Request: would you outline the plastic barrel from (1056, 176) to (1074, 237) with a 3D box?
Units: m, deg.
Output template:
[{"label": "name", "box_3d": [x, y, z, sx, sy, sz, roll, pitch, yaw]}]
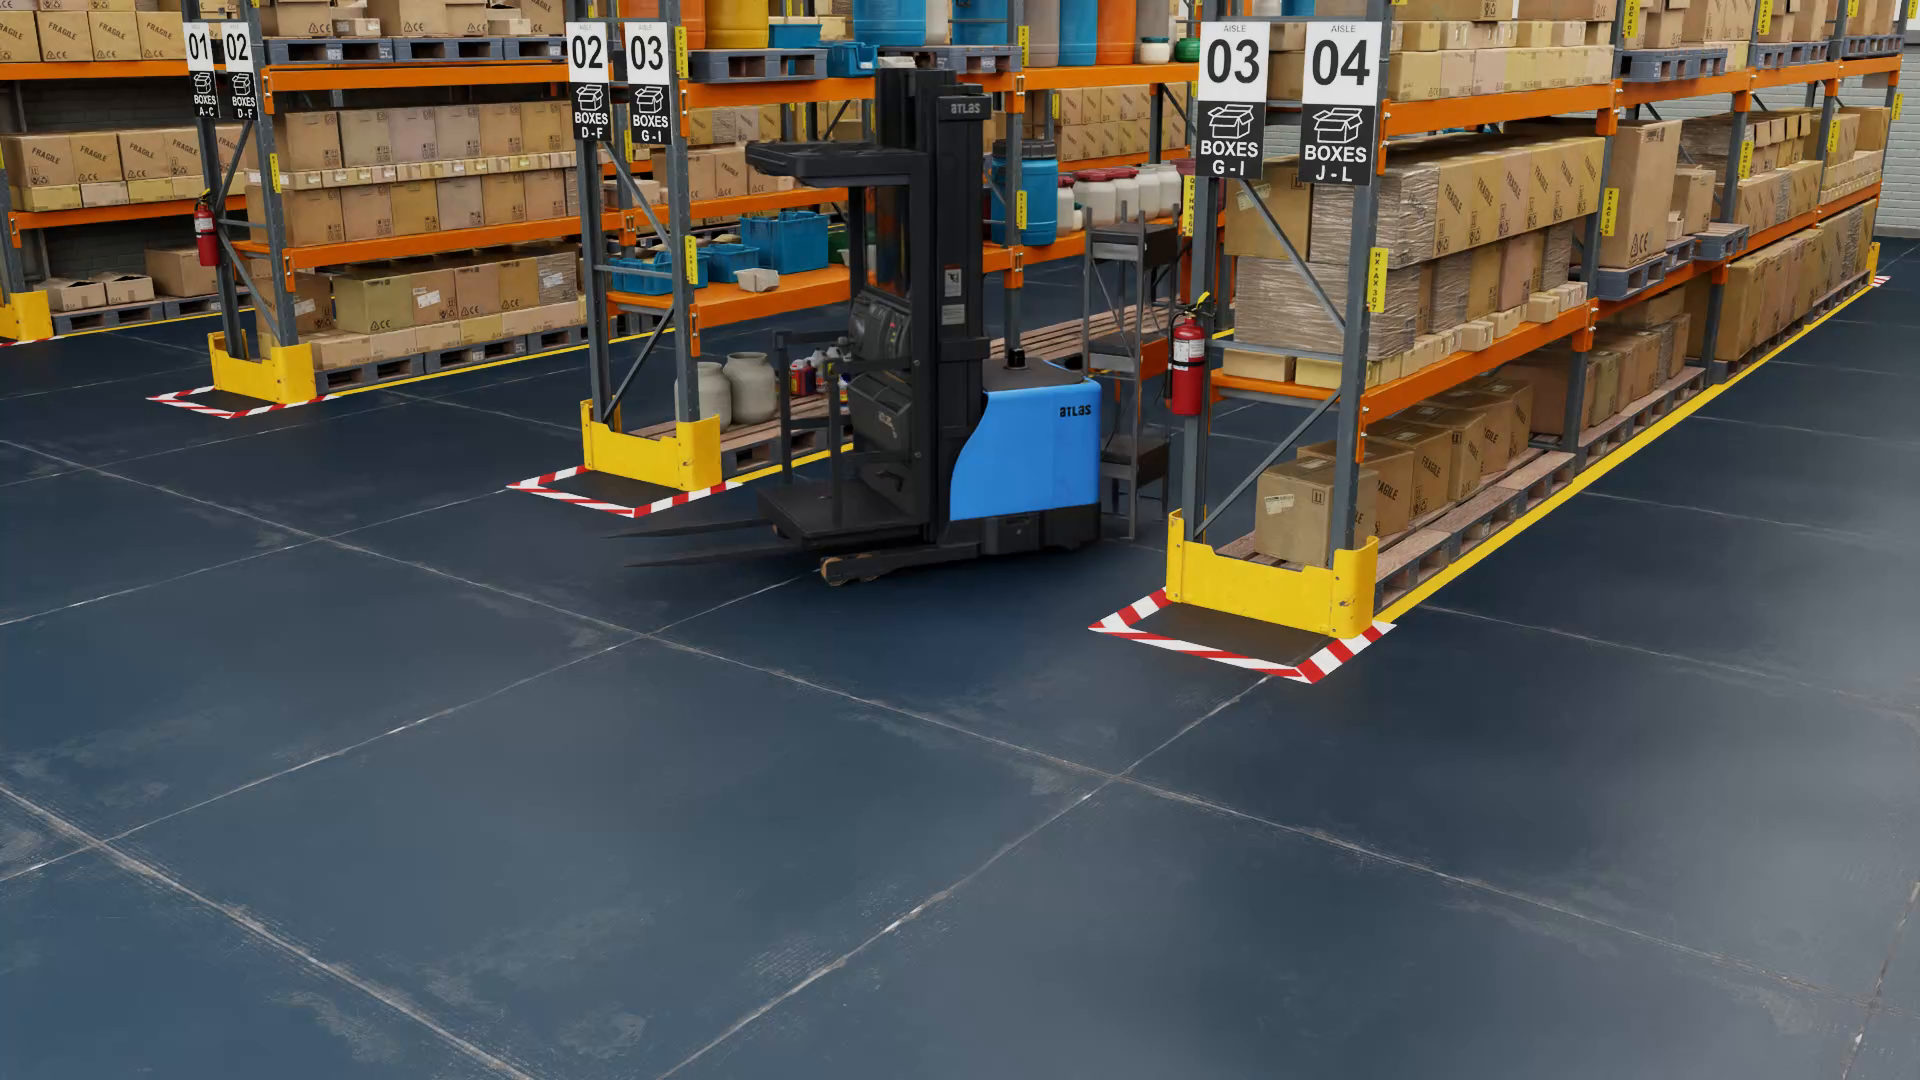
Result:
[{"label": "plastic barrel", "box_3d": [0.848, -3.095, 15.422, 0.433, 0.535, 0.433, 0, 17, 0]}]

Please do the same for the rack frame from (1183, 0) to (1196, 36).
[{"label": "rack frame", "box_3d": [3.276, -9.440, 25.969, 1.000, 3.000, 0.127, 12, 21, 35]}]

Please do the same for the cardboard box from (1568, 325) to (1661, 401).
[{"label": "cardboard box", "box_3d": [5.427, -1.501, 13.992, 0.700, 0.500, 0.500, 15, 23, 39]}]

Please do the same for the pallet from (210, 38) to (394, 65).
[{"label": "pallet", "box_3d": [-5.816, -4.318, 14.683, 1.003, 0.211, 1.213, 12, 21, 35]}]

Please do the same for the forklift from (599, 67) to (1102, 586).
[{"label": "forklift", "box_3d": [-0.672, -1.306, 10.008, 3.031, 2.935, 1.130, -7, 19, -22]}]

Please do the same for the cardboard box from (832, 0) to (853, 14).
[{"label": "cardboard box", "box_3d": [-1.226, -6.730, 20.446, 0.500, 0.500, 0.500, 12, 21, 35]}]

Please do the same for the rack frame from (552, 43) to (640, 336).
[{"label": "rack frame", "box_3d": [-3.874, -3.717, 17.655, 1.000, 3.000, 0.127, 12, 21, 35]}]

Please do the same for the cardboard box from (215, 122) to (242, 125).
[{"label": "cardboard box", "box_3d": [-8.614, -4.690, 19.743, 0.500, 0.500, 0.500, 12, 21, 34]}]

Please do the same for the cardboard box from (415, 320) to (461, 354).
[{"label": "cardboard box", "box_3d": [-5.166, -1.979, 15.986, 0.500, 0.250, 0.500, 12, 21, 35]}]

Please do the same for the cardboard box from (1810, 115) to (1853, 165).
[{"label": "cardboard box", "box_3d": [9.636, -4.484, 18.613, 0.500, 0.500, 0.500, 12, 21, 35]}]

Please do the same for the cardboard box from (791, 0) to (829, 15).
[{"label": "cardboard box", "box_3d": [-2.438, -8.584, 26.383, 0.500, 0.500, 0.500, 12, 21, 34]}]

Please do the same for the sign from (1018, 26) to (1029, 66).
[{"label": "sign", "box_3d": [0.537, -4.178, 14.066, 0.100, 0.325, 0.005, 12, 21, 35]}]

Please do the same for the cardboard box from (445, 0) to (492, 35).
[{"label": "cardboard box", "box_3d": [-4.957, -5.096, 15.920, 0.797, 0.503, 0.637, 15, 23, 41]}]

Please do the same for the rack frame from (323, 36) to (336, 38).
[{"label": "rack frame", "box_3d": [-7.855, -7.456, 19.581, 1.000, 3.000, 0.127, 12, 21, 35]}]

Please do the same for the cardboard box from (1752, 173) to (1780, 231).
[{"label": "cardboard box", "box_3d": [7.579, -3.279, 16.078, 0.500, 0.500, 0.500, 12, 21, 34]}]

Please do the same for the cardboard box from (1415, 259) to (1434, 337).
[{"label": "cardboard box", "box_3d": [2.247, -1.469, 9.746, 0.875, 0.500, 0.500, 12, 21, 35]}]

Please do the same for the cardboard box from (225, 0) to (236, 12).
[{"label": "cardboard box", "box_3d": [-8.256, -6.258, 18.893, 0.500, 0.500, 0.500, 14, 22, 38]}]

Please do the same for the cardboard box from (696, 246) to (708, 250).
[{"label": "cardboard box", "box_3d": [-2.818, -3.168, 18.871, 0.500, 0.311, 0.500, 12, 21, 33]}]

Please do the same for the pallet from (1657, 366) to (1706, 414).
[{"label": "pallet", "box_3d": [5.996, -1.401, 14.898, 1.003, 0.211, 1.213, 12, 21, 35]}]

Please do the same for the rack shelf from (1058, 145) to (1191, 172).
[{"label": "rack shelf", "box_3d": [2.084, -5.755, 25.431, 1.077, 0.370, 4.000, 12, 21, 35]}]

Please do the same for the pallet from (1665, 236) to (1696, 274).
[{"label": "pallet", "box_3d": [5.316, -2.348, 13.570, 1.003, 0.211, 1.213, 12, 21, 35]}]

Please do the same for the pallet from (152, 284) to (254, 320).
[{"label": "pallet", "box_3d": [-8.953, -2.802, 19.409, 1.003, 0.211, 1.213, 12, 21, 35]}]

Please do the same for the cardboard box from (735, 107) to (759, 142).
[{"label": "cardboard box", "box_3d": [-3.457, -6.418, 25.650, 0.500, 0.500, 0.500, 13, 21, 35]}]

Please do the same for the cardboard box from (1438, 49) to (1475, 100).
[{"label": "cardboard box", "box_3d": [2.493, -2.567, 9.146, 0.500, 0.250, 0.500, 12, 21, 33]}]

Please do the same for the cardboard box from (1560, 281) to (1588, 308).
[{"label": "cardboard box", "box_3d": [4.187, -1.742, 11.720, 0.380, 0.149, 0.250, 12, 21, 35]}]

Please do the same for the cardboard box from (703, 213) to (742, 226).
[{"label": "cardboard box", "box_3d": [-3.898, -5.281, 25.607, 0.750, 0.750, 0.750, 13, 22, 36]}]

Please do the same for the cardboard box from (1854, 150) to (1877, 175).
[{"label": "cardboard box", "box_3d": [10.851, -4.611, 20.286, 0.500, 0.250, 0.500, 12, 21, 34]}]

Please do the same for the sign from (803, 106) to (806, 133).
[{"label": "sign", "box_3d": [-1.932, -5.278, 20.864, 0.100, 0.325, 0.005, 12, 21, 35]}]

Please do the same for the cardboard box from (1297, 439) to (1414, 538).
[{"label": "cardboard box", "box_3d": [2.410, -0.314, 10.203, 0.500, 0.500, 0.500, -13, 22, -36]}]

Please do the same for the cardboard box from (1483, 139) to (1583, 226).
[{"label": "cardboard box", "box_3d": [3.735, -2.358, 10.922, 0.500, 0.500, 0.500, 12, 21, 35]}]

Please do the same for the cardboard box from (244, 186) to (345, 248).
[{"label": "cardboard box", "box_3d": [-5.969, -2.921, 14.923, 0.700, 0.500, 0.500, 12, 21, 35]}]

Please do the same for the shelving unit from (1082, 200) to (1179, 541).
[{"label": "shelving unit", "box_3d": [1.085, -1.093, 10.724, 0.431, 2.100, 0.503, 11, 20, 30]}]

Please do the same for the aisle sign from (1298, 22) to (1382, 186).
[{"label": "aisle sign", "box_3d": [1.900, -2.186, 8.343, 0.394, 0.787, 0.004, 12, 21, 35]}]

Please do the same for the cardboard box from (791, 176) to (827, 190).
[{"label": "cardboard box", "box_3d": [-1.805, -4.287, 19.913, 0.380, 0.149, 0.250, 12, 21, 35]}]

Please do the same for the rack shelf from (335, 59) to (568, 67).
[{"label": "rack shelf", "box_3d": [-6.663, -6.157, 21.667, 1.077, 0.370, 4.000, 12, 21, 35]}]

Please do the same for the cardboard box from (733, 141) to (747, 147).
[{"label": "cardboard box", "box_3d": [-3.494, -6.064, 25.604, 0.380, 0.149, 0.250, 12, 21, 35]}]

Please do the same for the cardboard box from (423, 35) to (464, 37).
[{"label": "cardboard box", "box_3d": [-6.730, -6.682, 21.269, 0.500, 0.500, 0.500, 12, 21, 33]}]

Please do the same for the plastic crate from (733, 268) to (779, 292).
[{"label": "plastic crate", "box_3d": [-1.490, -1.918, 12.308, 0.298, 0.136, 0.250, 12, 21, 35]}]

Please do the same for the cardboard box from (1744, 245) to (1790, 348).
[{"label": "cardboard box", "box_3d": [7.428, -2.476, 16.533, 1.225, 0.875, 0.875, 12, 21, 35]}]

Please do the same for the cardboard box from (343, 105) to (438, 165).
[{"label": "cardboard box", "box_3d": [-5.329, -3.799, 15.565, 0.700, 0.500, 0.500, 13, 21, 35]}]

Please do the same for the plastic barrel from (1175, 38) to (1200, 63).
[{"label": "plastic barrel", "box_3d": [2.379, -5.084, 17.261, 0.294, 0.245, 0.294, 0, 17, 0]}]

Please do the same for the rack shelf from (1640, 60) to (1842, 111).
[{"label": "rack shelf", "box_3d": [7.654, -4.483, 16.279, 1.077, 0.370, 4.000, 12, 21, 35]}]

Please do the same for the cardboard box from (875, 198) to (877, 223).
[{"label": "cardboard box", "box_3d": [-1.092, -4.322, 21.814, 0.500, 0.250, 0.500, 13, 22, 37]}]

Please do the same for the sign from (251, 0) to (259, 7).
[{"label": "sign", "box_3d": [-5.816, -4.552, 13.680, 0.100, 0.325, 0.005, 12, 21, 35]}]

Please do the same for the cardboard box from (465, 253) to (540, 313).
[{"label": "cardboard box", "box_3d": [-4.577, -2.577, 16.647, 0.500, 0.500, 0.500, 12, 21, 35]}]

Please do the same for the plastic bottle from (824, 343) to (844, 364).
[{"label": "plastic bottle", "box_3d": [-1.079, -1.521, 14.307, 0.144, 0.351, 0.185, 12, 21, 34]}]

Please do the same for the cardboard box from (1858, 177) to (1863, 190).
[{"label": "cardboard box", "box_3d": [10.520, -4.255, 19.812, 0.380, 0.149, 0.250, 13, 21, 35]}]

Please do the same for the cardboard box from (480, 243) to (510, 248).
[{"label": "cardboard box", "box_3d": [-6.532, -4.154, 22.536, 0.700, 0.500, 0.500, 12, 21, 34]}]

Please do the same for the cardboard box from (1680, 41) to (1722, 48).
[{"label": "cardboard box", "box_3d": [5.790, -3.883, 13.384, 0.500, 0.250, 0.500, 13, 22, 36]}]

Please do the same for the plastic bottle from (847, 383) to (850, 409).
[{"label": "plastic bottle", "box_3d": [-0.890, -1.163, 13.408, 0.097, 0.201, 0.097, 0, 17, 0]}]

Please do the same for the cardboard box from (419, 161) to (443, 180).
[{"label": "cardboard box", "box_3d": [-5.085, -3.484, 15.643, 0.380, 0.149, 0.250, 12, 21, 34]}]

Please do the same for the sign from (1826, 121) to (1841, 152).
[{"label": "sign", "box_3d": [9.287, -4.292, 17.690, 0.100, 0.325, 0.005, 12, 21, 35]}]

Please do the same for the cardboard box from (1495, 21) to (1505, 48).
[{"label": "cardboard box", "box_3d": [2.959, -2.960, 9.741, 0.380, 0.149, 0.250, 12, 21, 34]}]

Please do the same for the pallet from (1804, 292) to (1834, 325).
[{"label": "pallet", "box_3d": [9.362, -2.706, 19.103, 1.003, 0.211, 1.213, 12, 21, 35]}]

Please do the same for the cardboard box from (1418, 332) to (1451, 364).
[{"label": "cardboard box", "box_3d": [2.669, -1.153, 9.823, 0.380, 0.149, 0.250, 12, 21, 35]}]

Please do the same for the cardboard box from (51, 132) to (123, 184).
[{"label": "cardboard box", "box_3d": [-9.410, -4.111, 17.879, 0.500, 0.500, 0.500, 12, 21, 35]}]

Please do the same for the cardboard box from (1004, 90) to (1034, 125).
[{"label": "cardboard box", "box_3d": [0.986, -6.314, 24.163, 0.500, 0.500, 0.500, 13, 21, 35]}]

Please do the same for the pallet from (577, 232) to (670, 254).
[{"label": "pallet", "box_3d": [-4.941, -4.387, 24.514, 1.003, 0.211, 1.213, 12, 21, 35]}]
